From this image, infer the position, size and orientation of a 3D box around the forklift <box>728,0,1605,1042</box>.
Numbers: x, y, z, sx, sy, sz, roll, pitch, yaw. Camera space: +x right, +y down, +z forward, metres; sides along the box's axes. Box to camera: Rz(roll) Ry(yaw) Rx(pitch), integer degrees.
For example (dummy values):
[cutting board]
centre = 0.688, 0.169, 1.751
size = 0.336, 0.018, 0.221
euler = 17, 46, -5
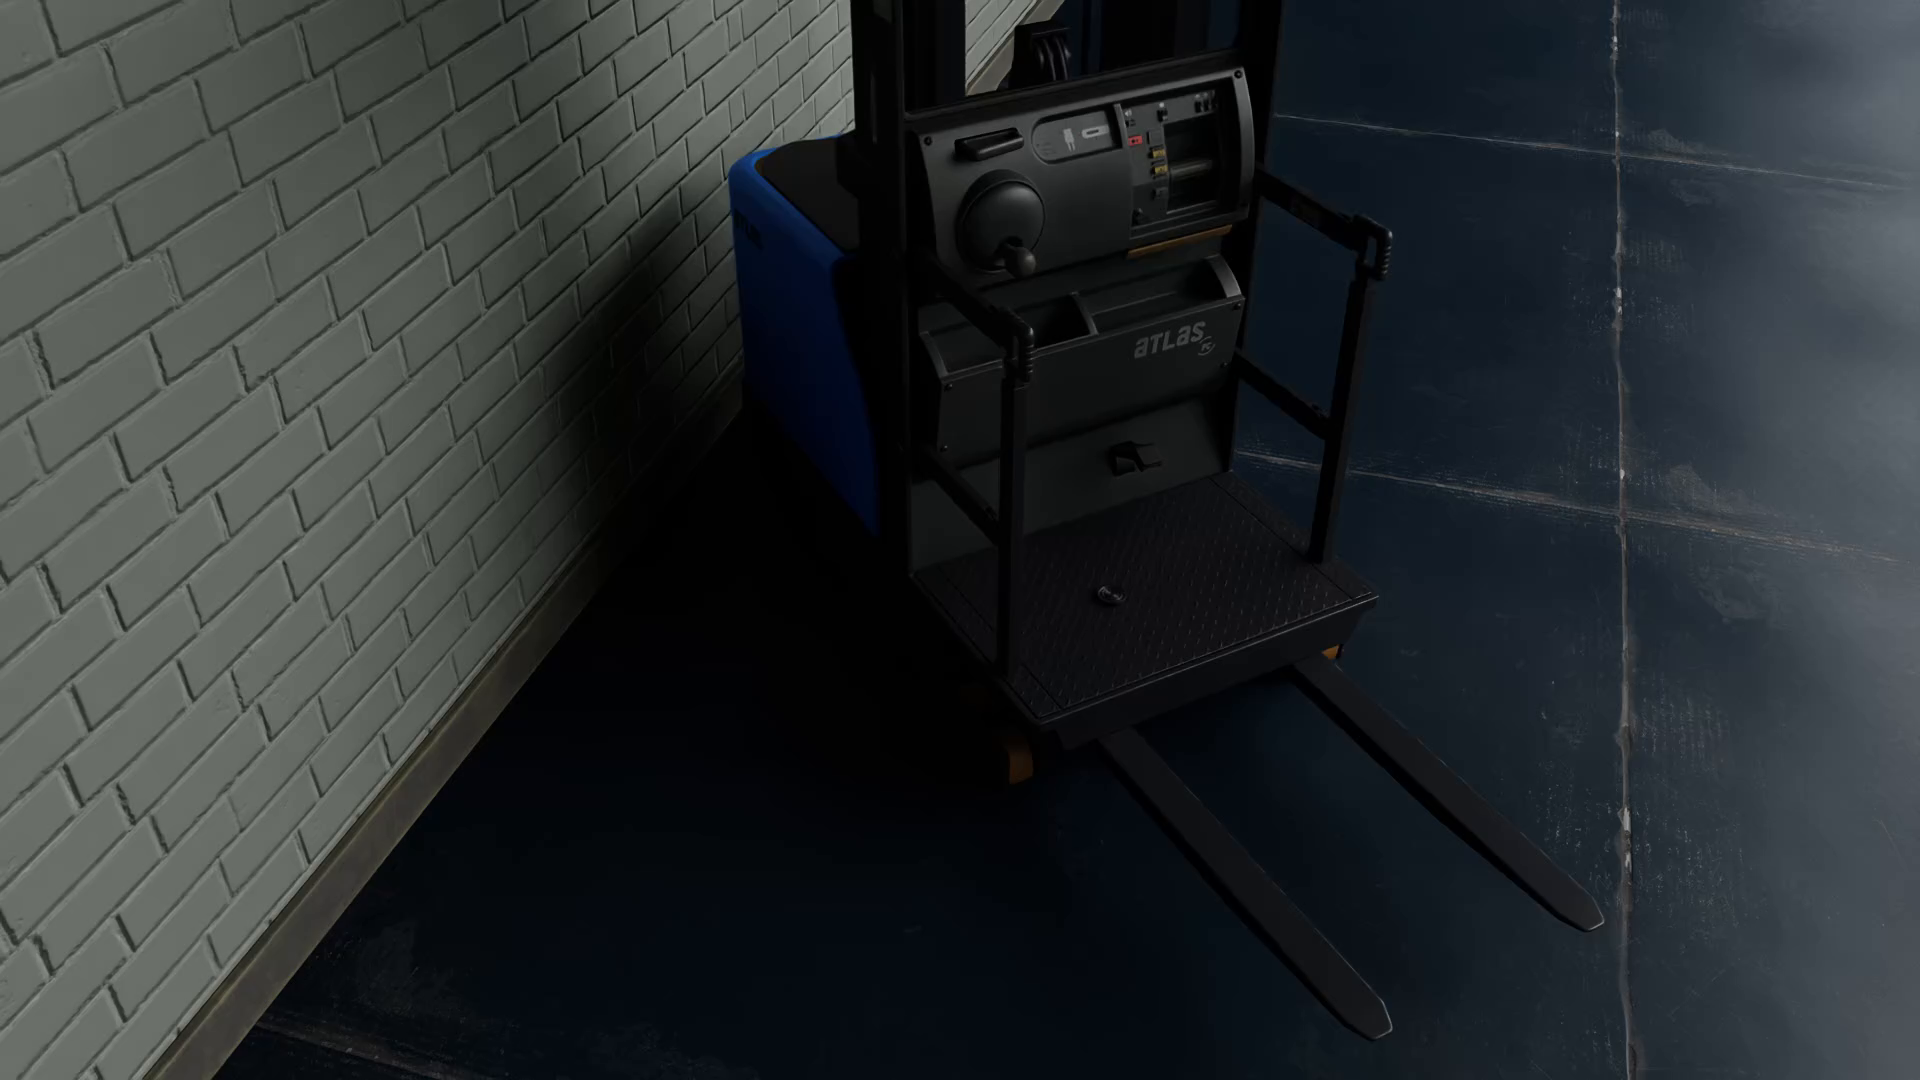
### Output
[forklift]
centre = 0.429, -0.842, 3.921
size = 1.130, 2.935, 3.031
euler = -18, 40, -23
